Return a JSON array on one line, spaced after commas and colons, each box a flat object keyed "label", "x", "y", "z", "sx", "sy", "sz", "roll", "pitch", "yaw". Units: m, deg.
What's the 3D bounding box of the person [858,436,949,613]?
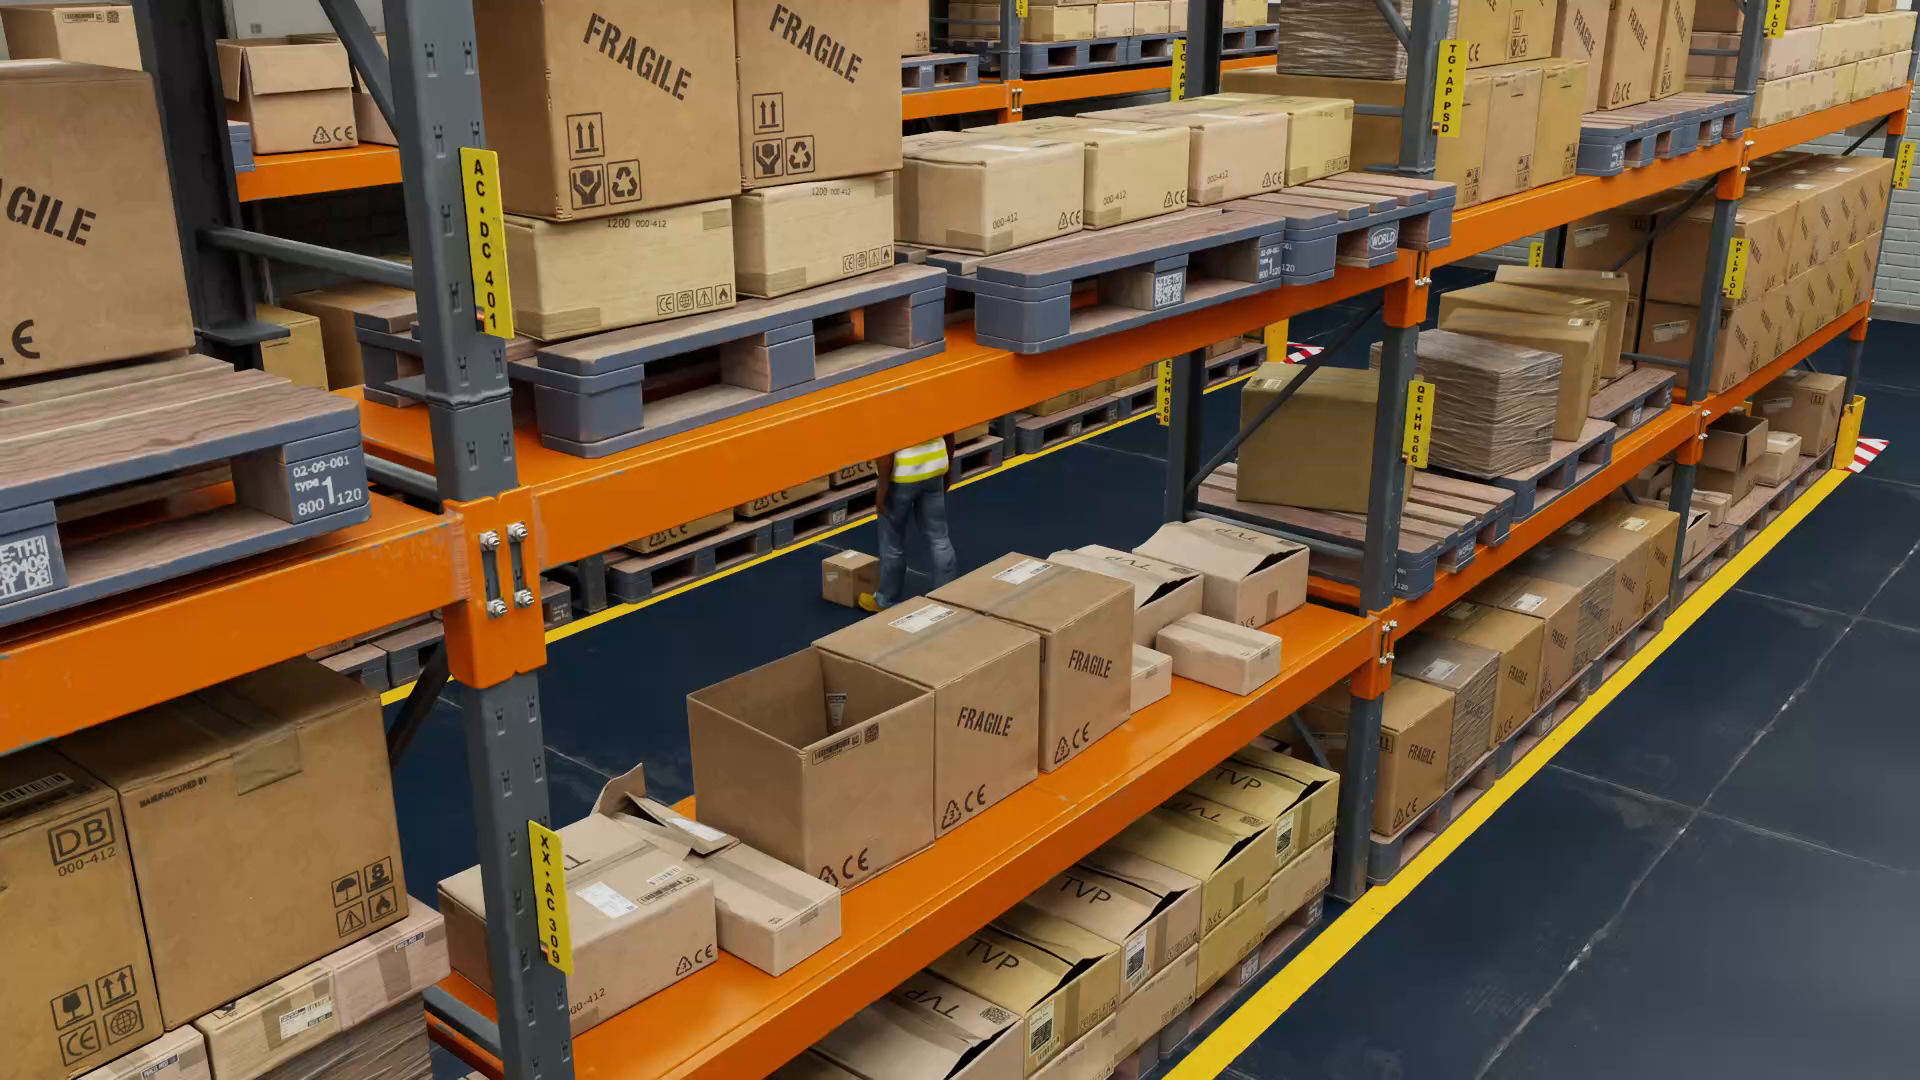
[{"label": "person", "x": 3.544, "y": 2.061, "z": 0.811, "sx": 5.503, "sy": 3.192, "sz": 19.672, "roll": -15, "pitch": 25, "yaw": -35}]
